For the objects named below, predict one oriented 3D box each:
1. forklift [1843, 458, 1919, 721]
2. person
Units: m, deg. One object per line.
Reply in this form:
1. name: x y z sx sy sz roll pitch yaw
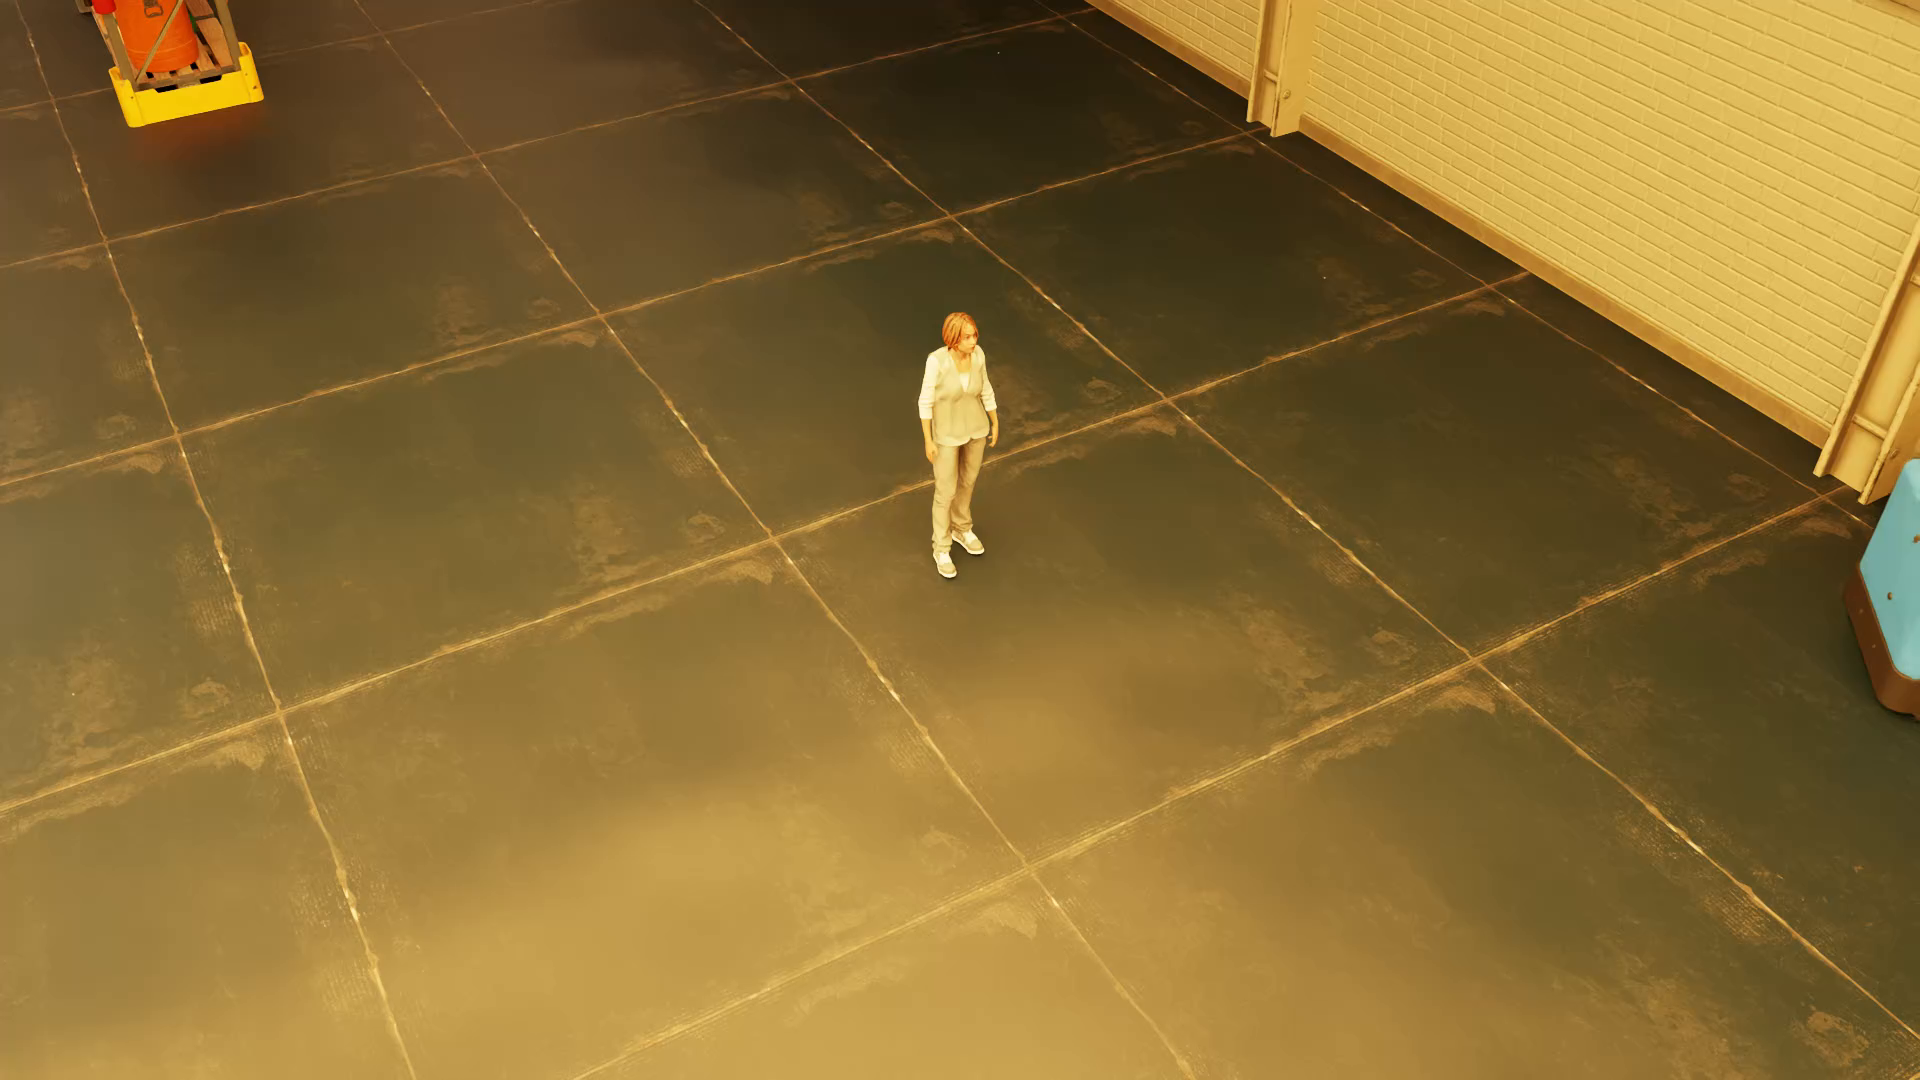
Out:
1. forklift: 6.623 -0.294 8.390 3.031 2.935 1.130 7 40 8
2. person: 0.024 -0.575 9.763 0.520 1.597 0.475 -20 44 -23
